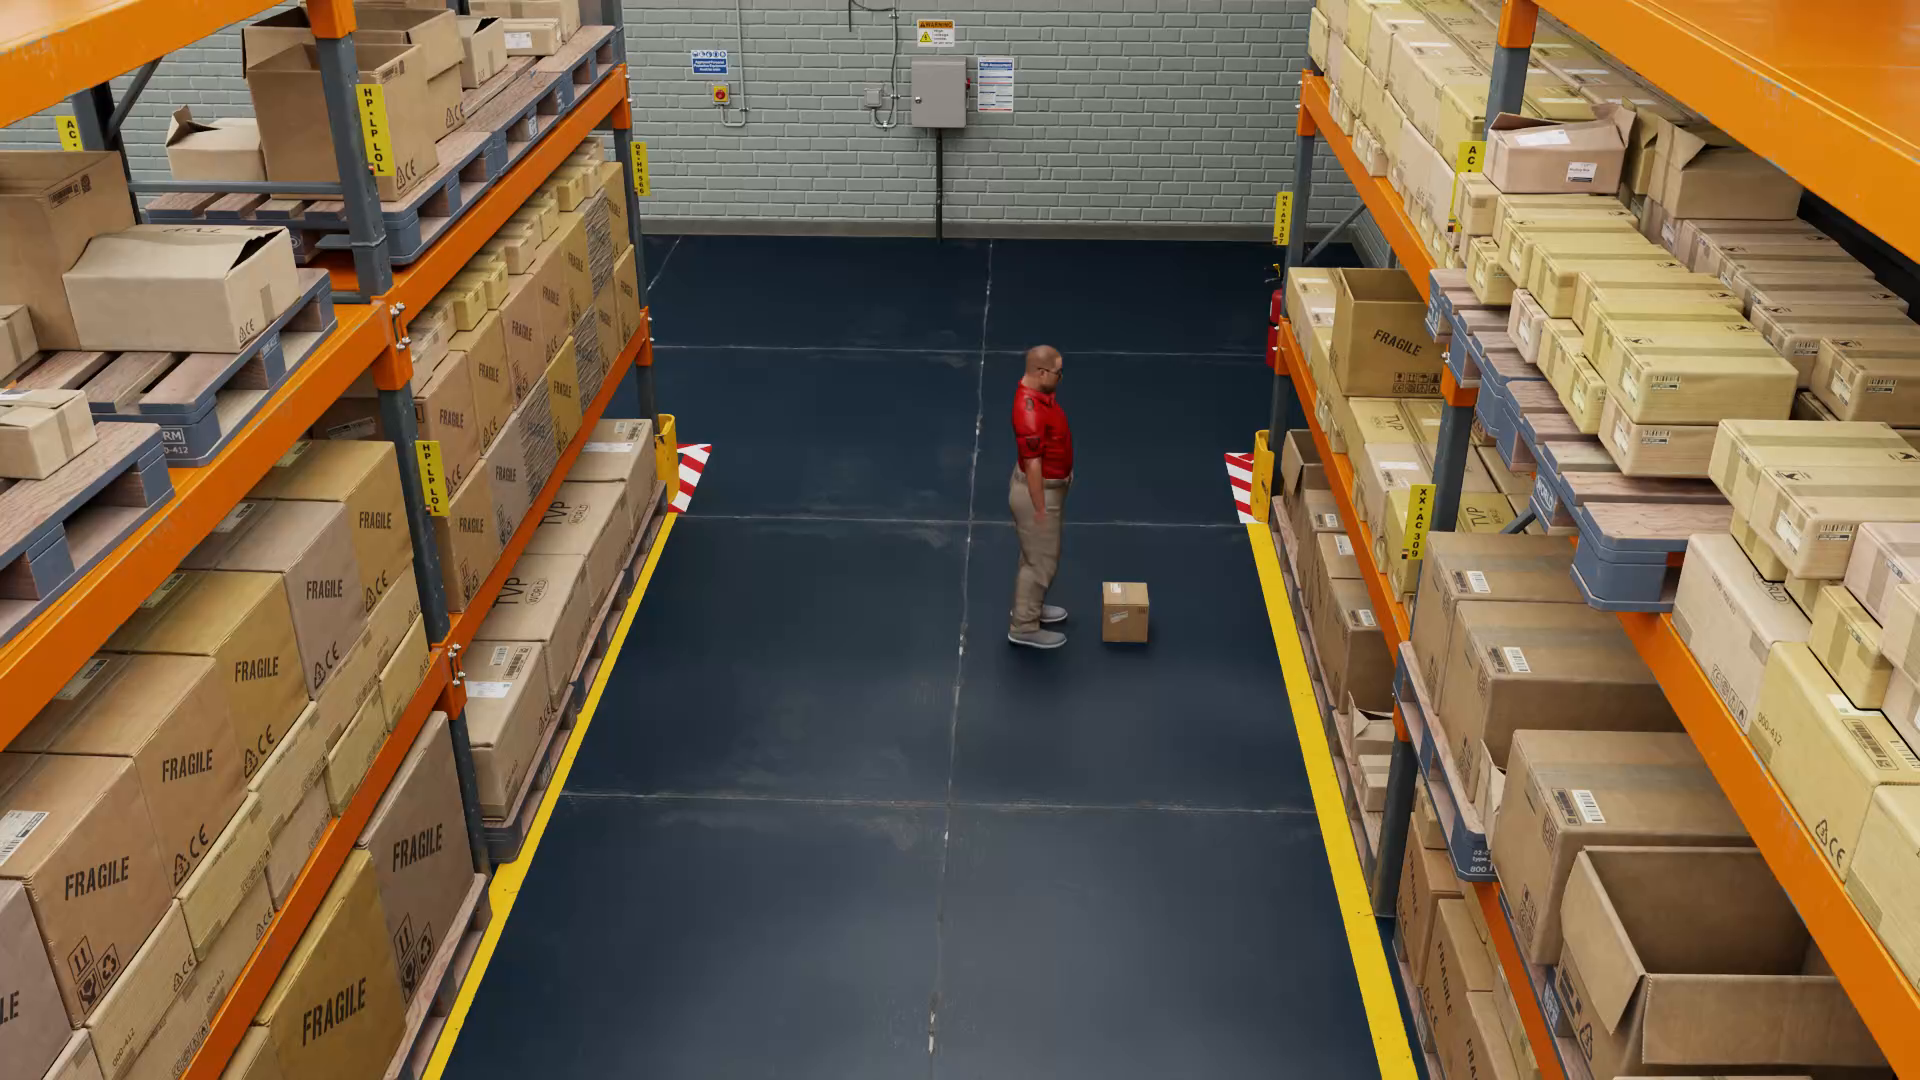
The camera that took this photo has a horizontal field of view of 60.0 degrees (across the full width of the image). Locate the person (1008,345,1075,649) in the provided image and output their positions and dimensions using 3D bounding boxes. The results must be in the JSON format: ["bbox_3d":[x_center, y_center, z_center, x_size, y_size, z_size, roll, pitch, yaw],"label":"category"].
[{"bbox_3d":[0.447,-0.257,9.144,0.358,1.724,0.530,2,28,3],"label":"person"}]
